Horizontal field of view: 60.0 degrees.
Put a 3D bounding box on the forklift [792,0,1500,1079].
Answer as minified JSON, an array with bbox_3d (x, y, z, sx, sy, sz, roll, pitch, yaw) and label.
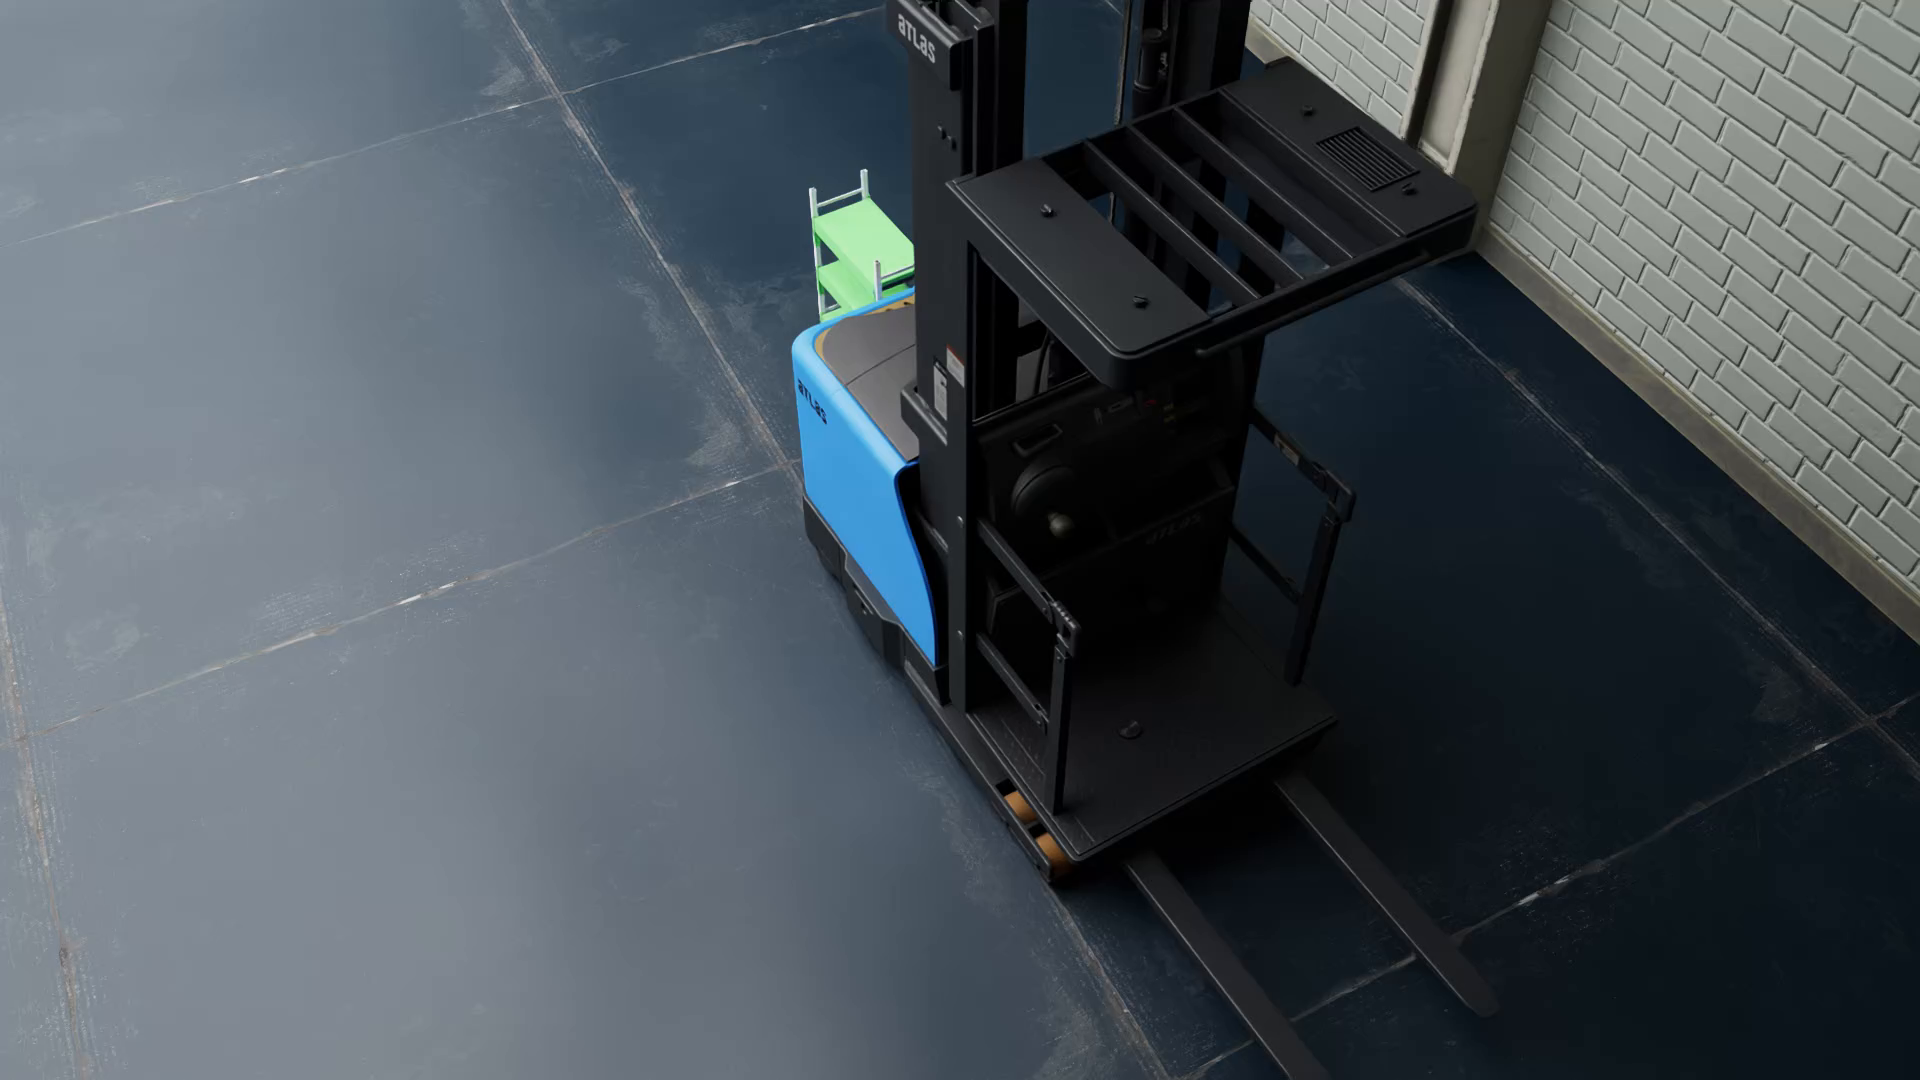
[{"bbox_3d":[0.584,-0.222,4.889,1.130,2.935,3.031,-25,53,-20],"label":"forklift"}]

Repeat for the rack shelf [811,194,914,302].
[{"bbox_3d":[-0.329,-1.071,6.229,0.258,0.148,0.480,-25,53,-20],"label":"rack shelf"}]

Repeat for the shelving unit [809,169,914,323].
[{"bbox_3d":[-0.329,-0.797,6.542,0.258,1.200,0.503,-25,53,-20],"label":"shelving unit"}]

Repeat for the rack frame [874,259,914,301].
[{"bbox_3d":[-0.202,-0.640,6.405,0.240,1.200,0.015,-25,53,-20],"label":"rack frame"}]

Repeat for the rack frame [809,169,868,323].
[{"bbox_3d":[-0.456,-0.954,6.679,0.240,1.200,0.015,-25,53,-20],"label":"rack frame"}]

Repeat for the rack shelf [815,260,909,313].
[{"bbox_3d":[-0.329,-0.913,6.410,0.258,0.148,0.480,-25,53,-20],"label":"rack shelf"}]

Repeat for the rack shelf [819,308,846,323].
[{"bbox_3d":[-0.329,-0.755,6.590,0.258,0.148,0.480,-25,53,-20],"label":"rack shelf"}]

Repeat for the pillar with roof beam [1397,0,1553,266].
[{"bbox_3d":[-1.598,-2.940,3.235,9.100,9.000,0.400,-21,52,-18],"label":"pillar with roof beam"}]
